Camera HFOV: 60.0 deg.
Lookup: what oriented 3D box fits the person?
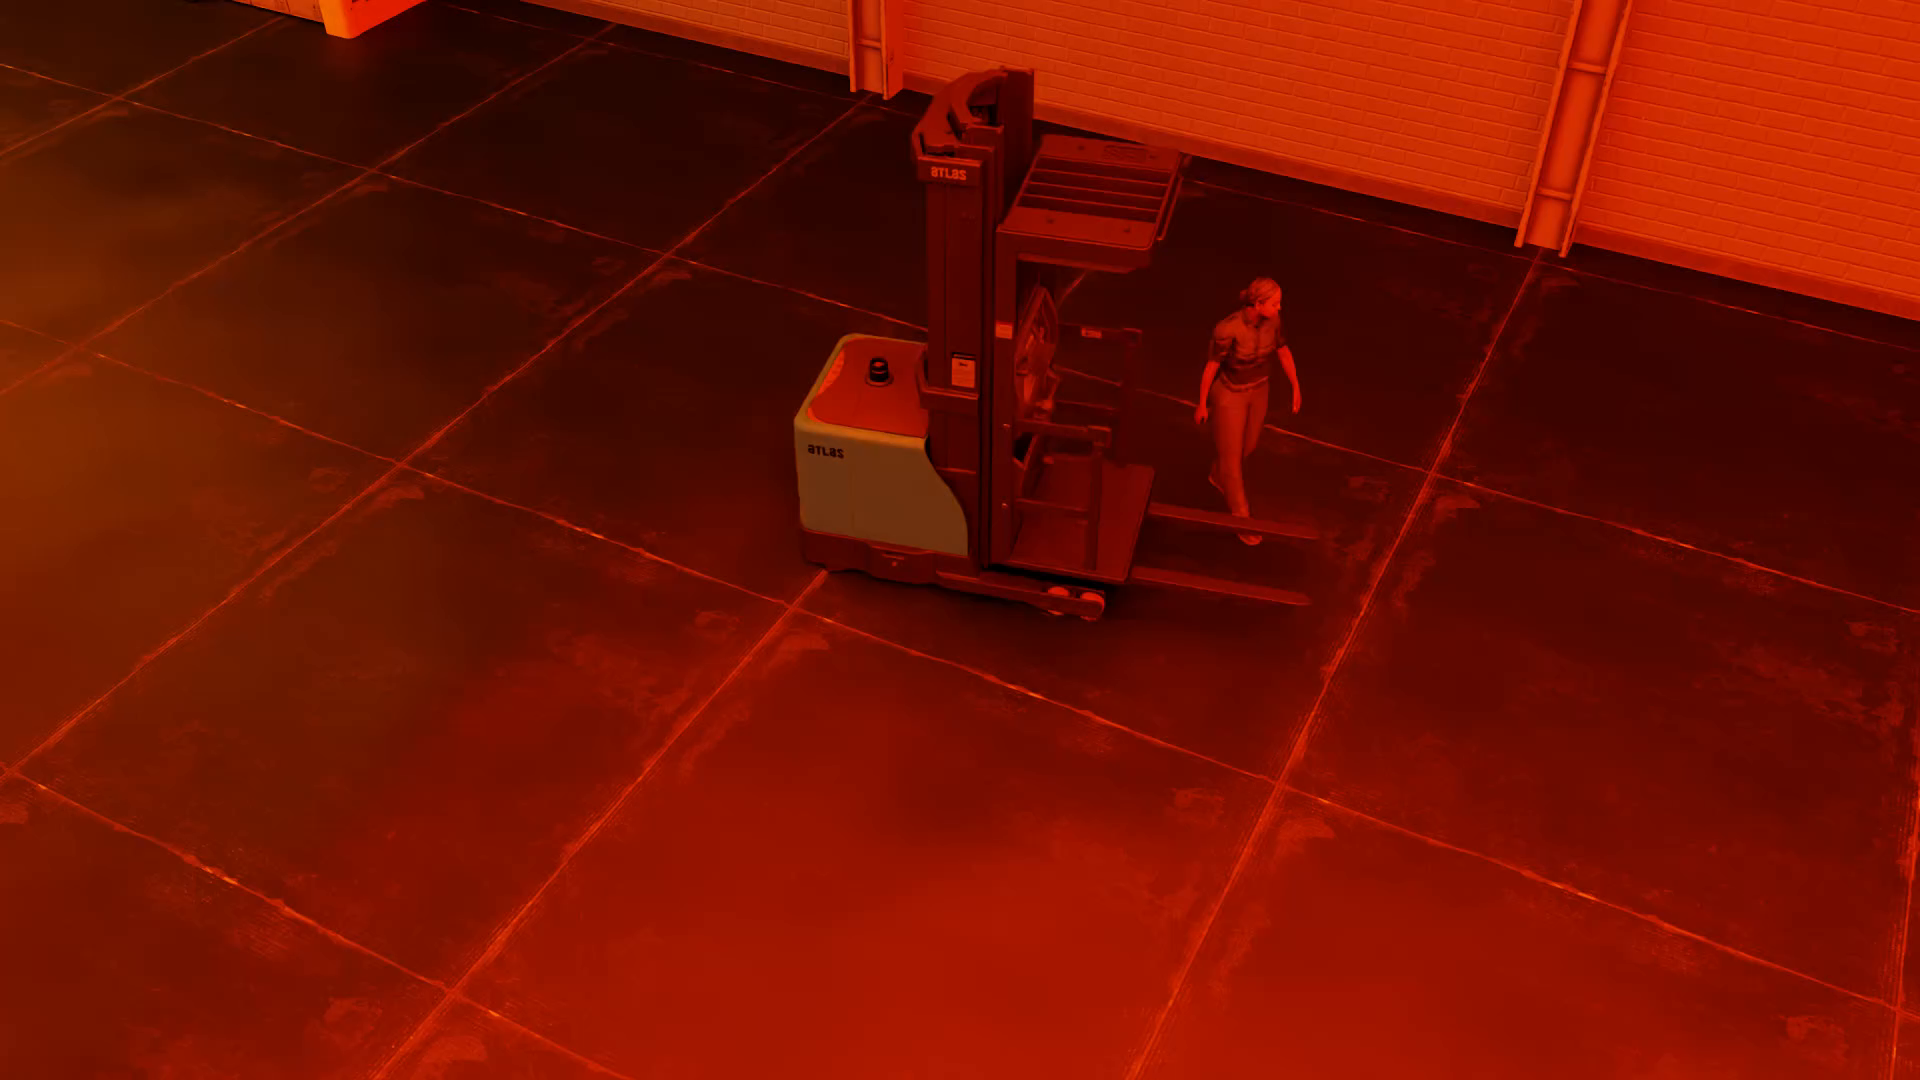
[{"bbox_3d":[1.765,-0.809,9.957,0.625,1.636,0.706,-21,45,-24],"label":"person"}]

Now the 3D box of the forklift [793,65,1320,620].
[{"bbox_3d":[0.610,-1.033,9.212,3.031,2.935,1.130,9,41,11],"label":"forklift"}]
